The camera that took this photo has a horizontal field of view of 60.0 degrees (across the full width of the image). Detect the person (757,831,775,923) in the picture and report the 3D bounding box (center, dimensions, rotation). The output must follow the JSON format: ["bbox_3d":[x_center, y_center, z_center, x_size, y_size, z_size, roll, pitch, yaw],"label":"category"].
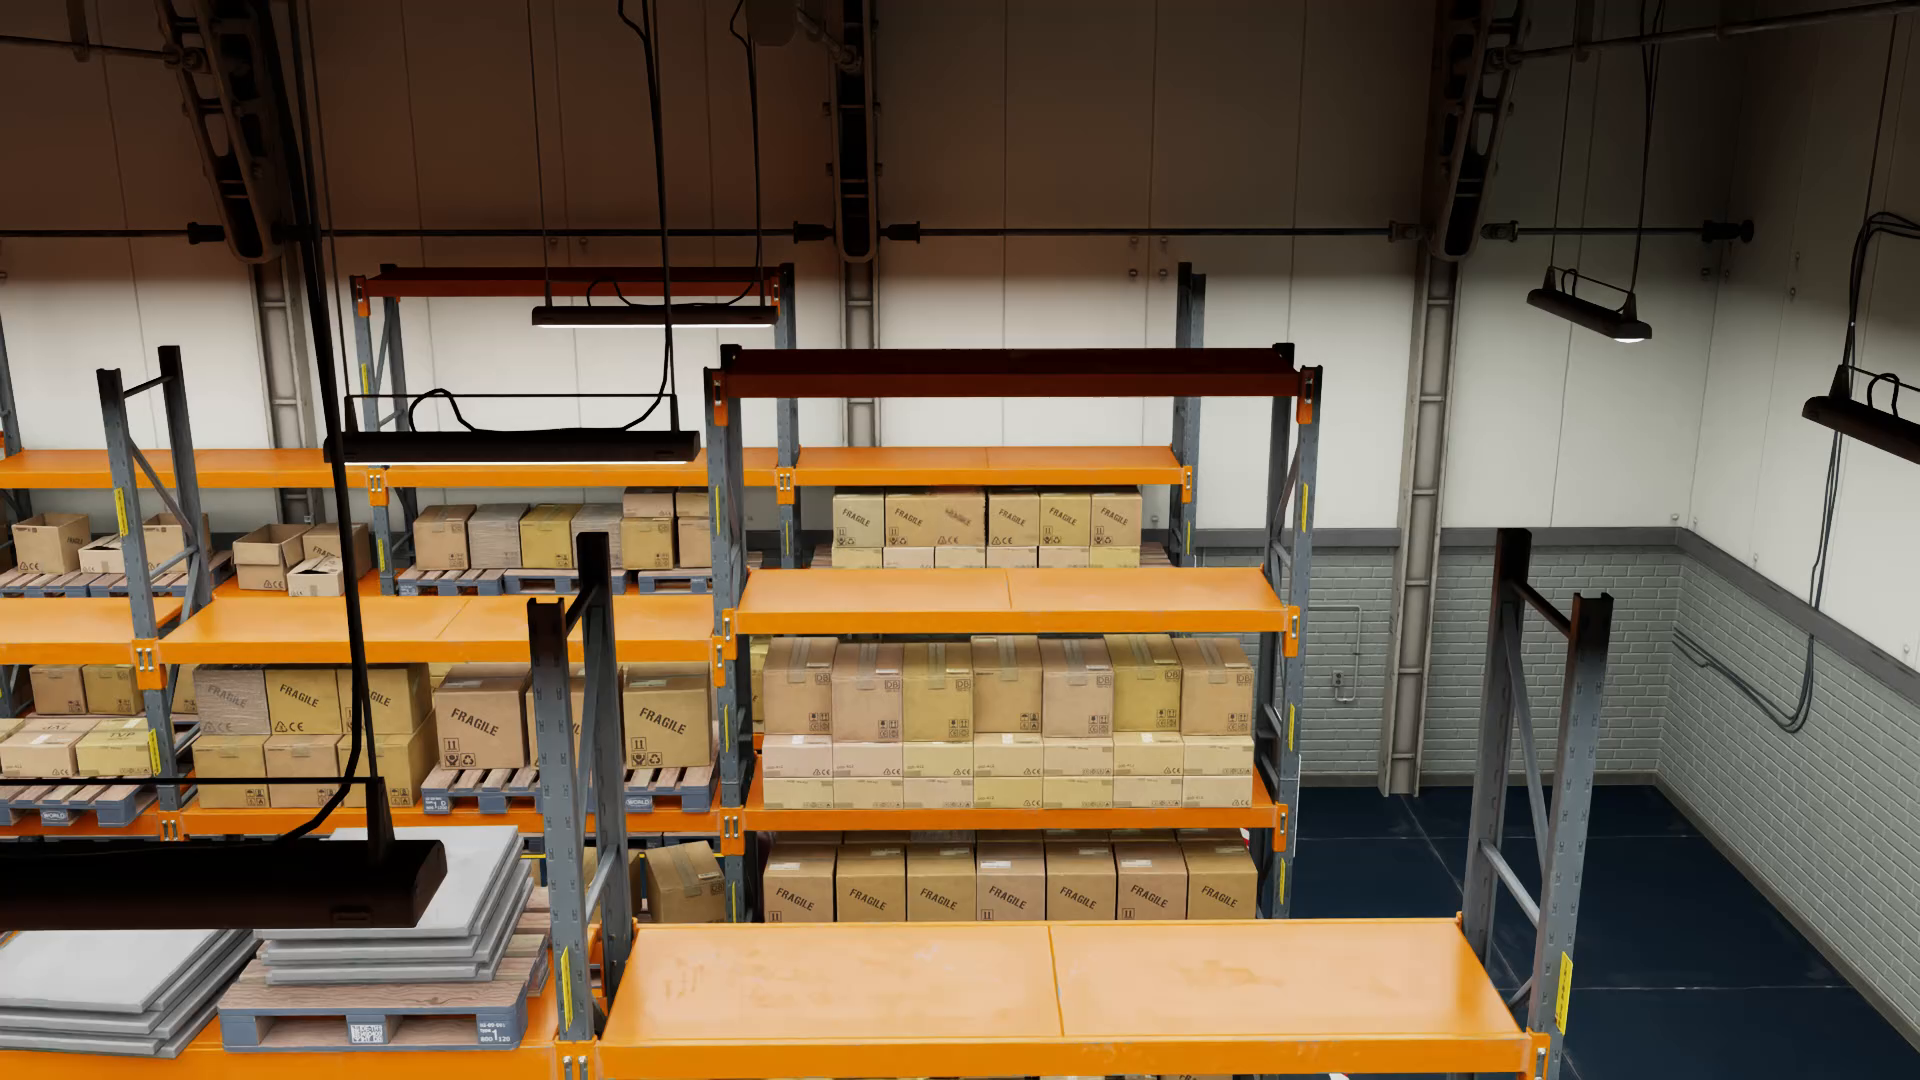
[{"bbox_3d":[-1.831,3.070,14.826,0.536,1.771,0.615,1,16,4],"label":"person"}]
